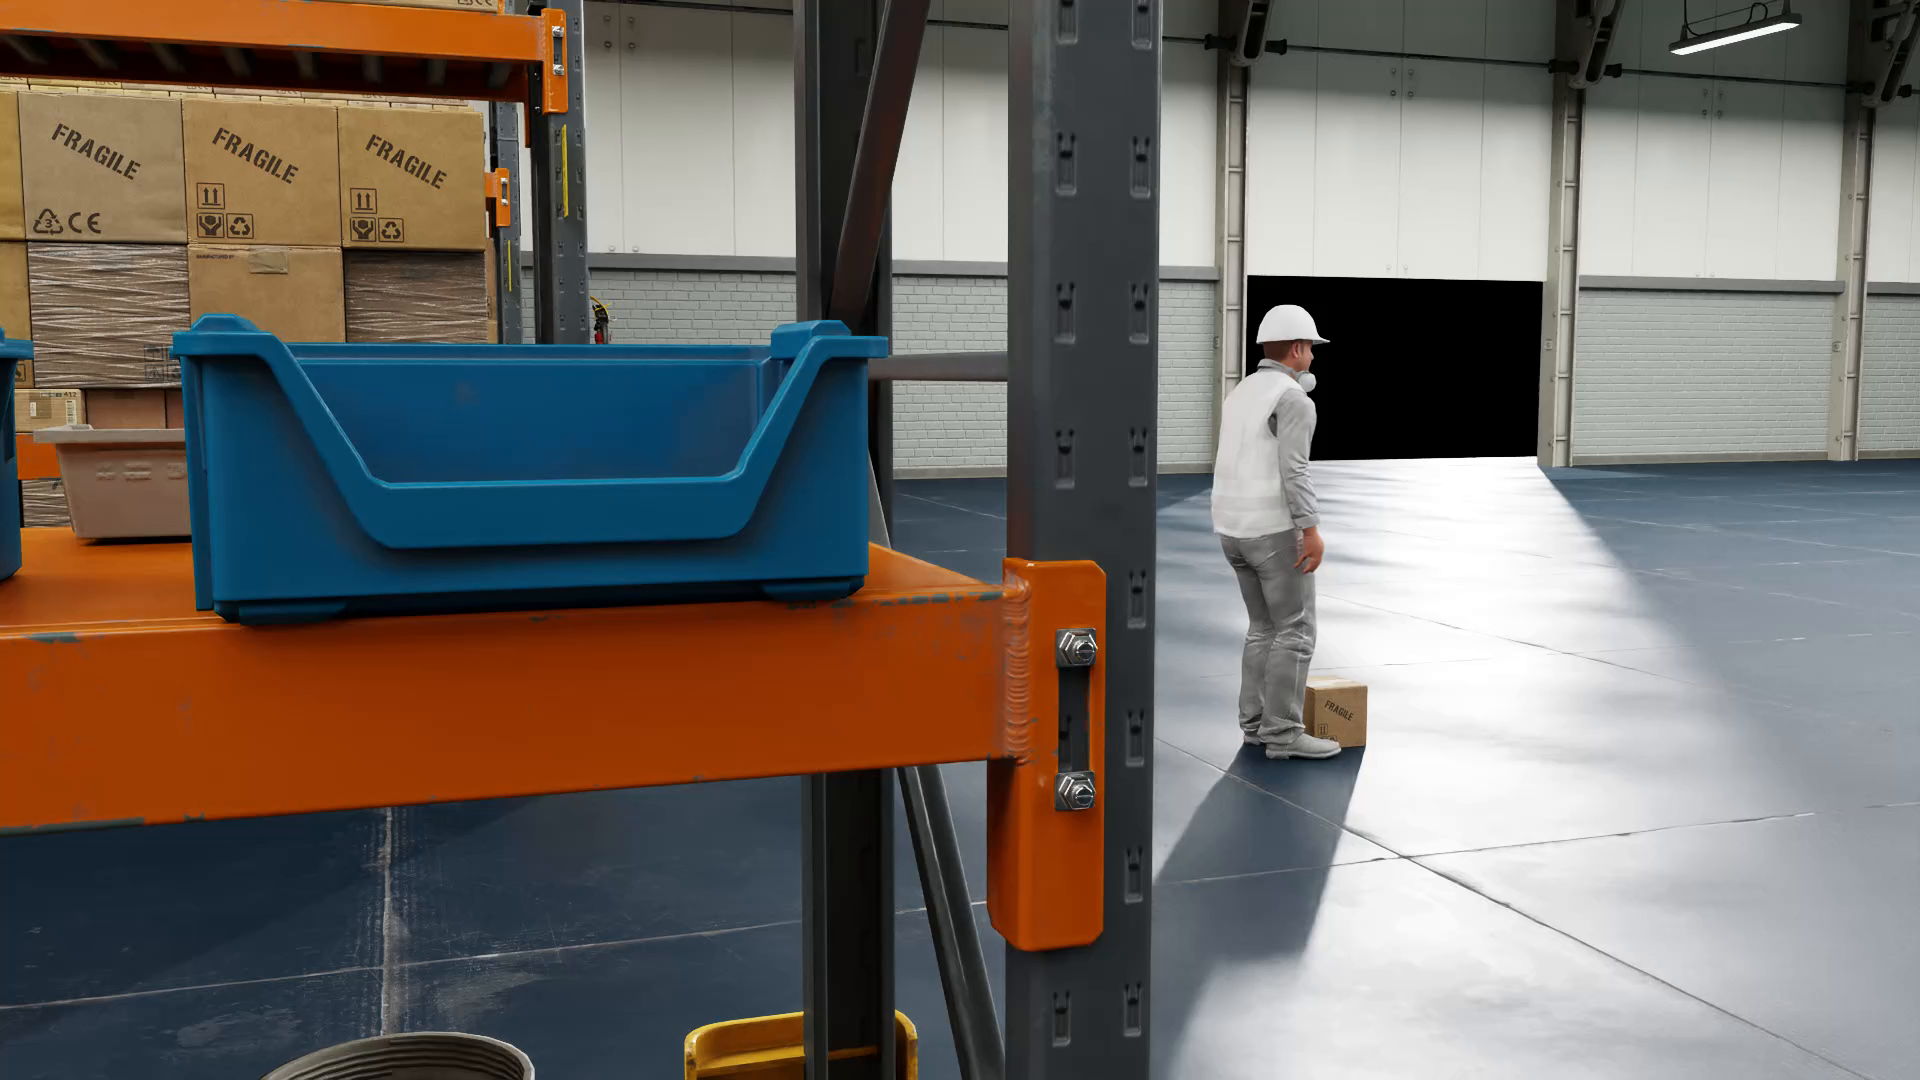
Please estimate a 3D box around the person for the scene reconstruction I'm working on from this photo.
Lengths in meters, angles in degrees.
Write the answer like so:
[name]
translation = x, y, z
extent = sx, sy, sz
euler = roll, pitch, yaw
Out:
[person]
translation = 1.249, -0.043, 6.628
extent = 0.463, 1.769, 0.581
euler = -2, 6, -18
